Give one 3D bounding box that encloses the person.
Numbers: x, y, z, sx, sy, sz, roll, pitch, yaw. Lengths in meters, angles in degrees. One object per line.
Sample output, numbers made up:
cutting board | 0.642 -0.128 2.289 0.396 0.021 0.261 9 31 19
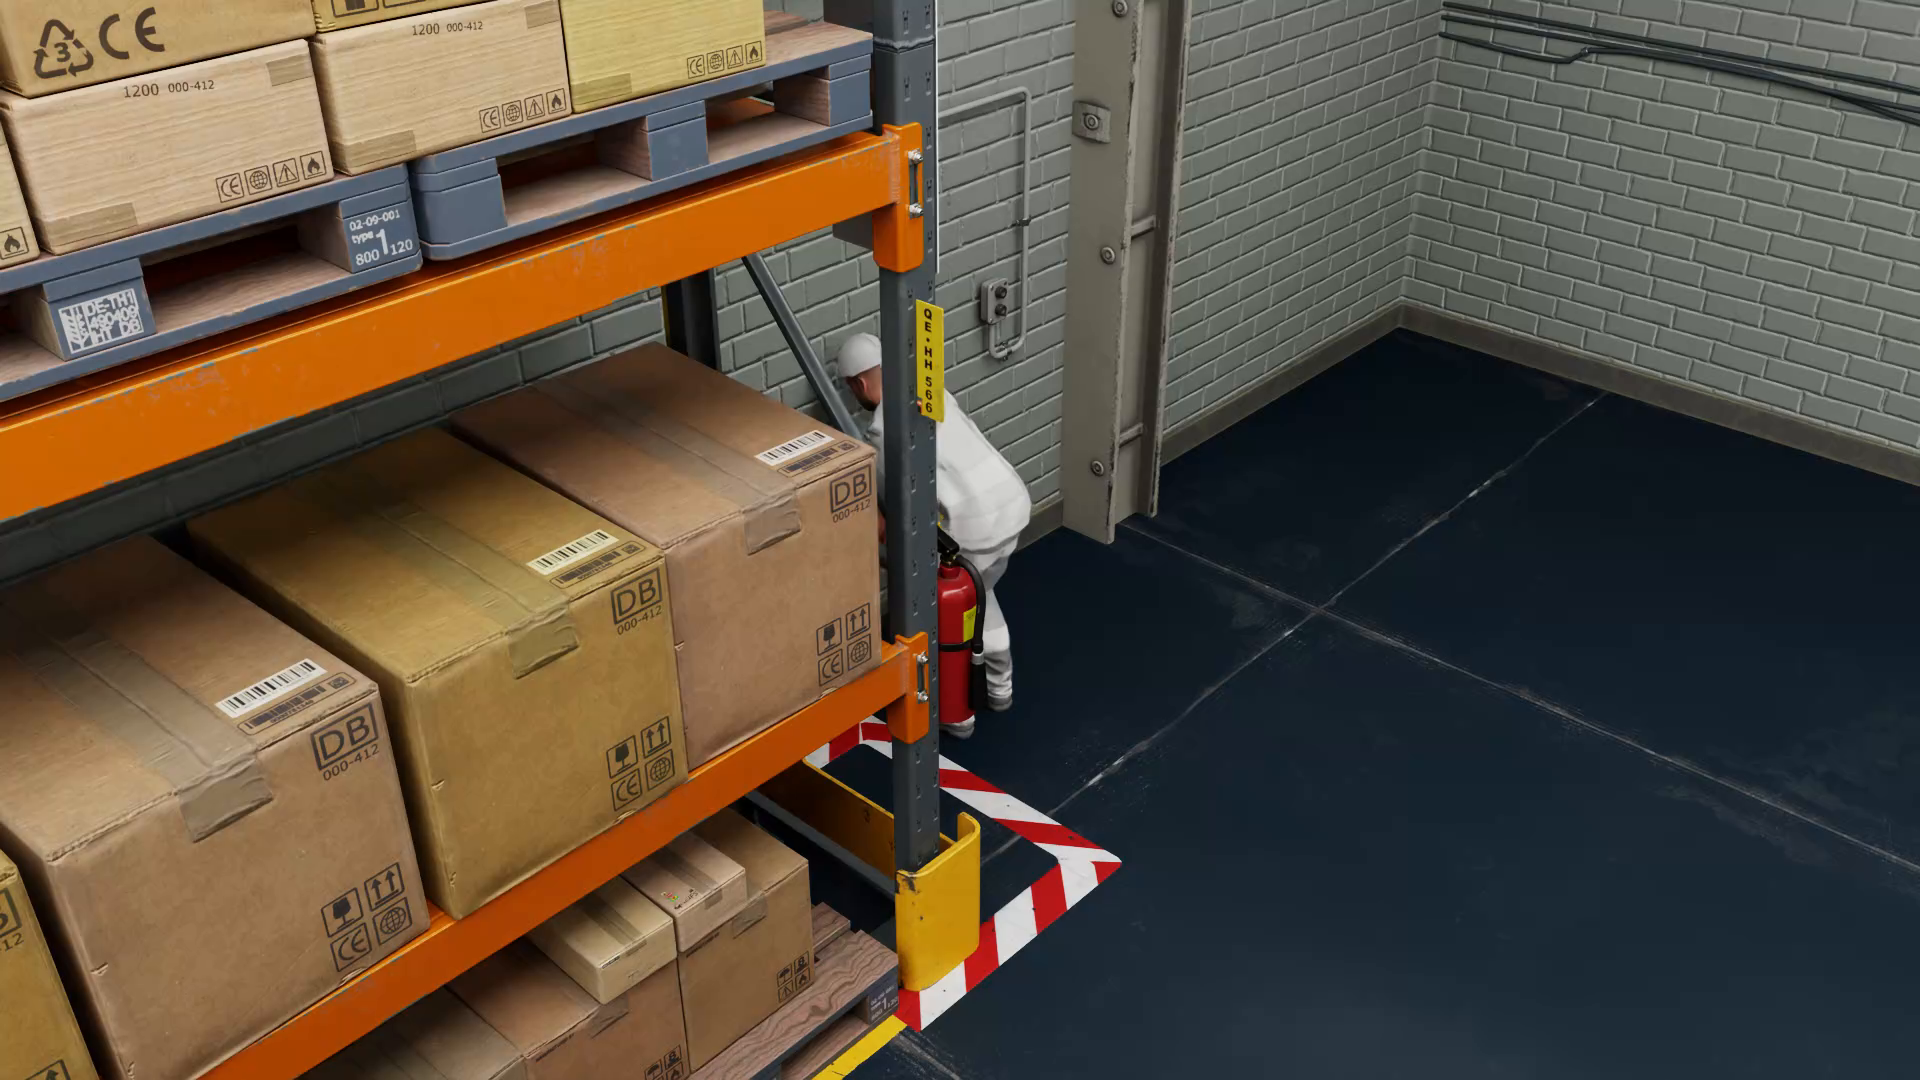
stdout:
person | -0.130 -0.022 6.398 0.823 1.526 0.497 22 38 32
